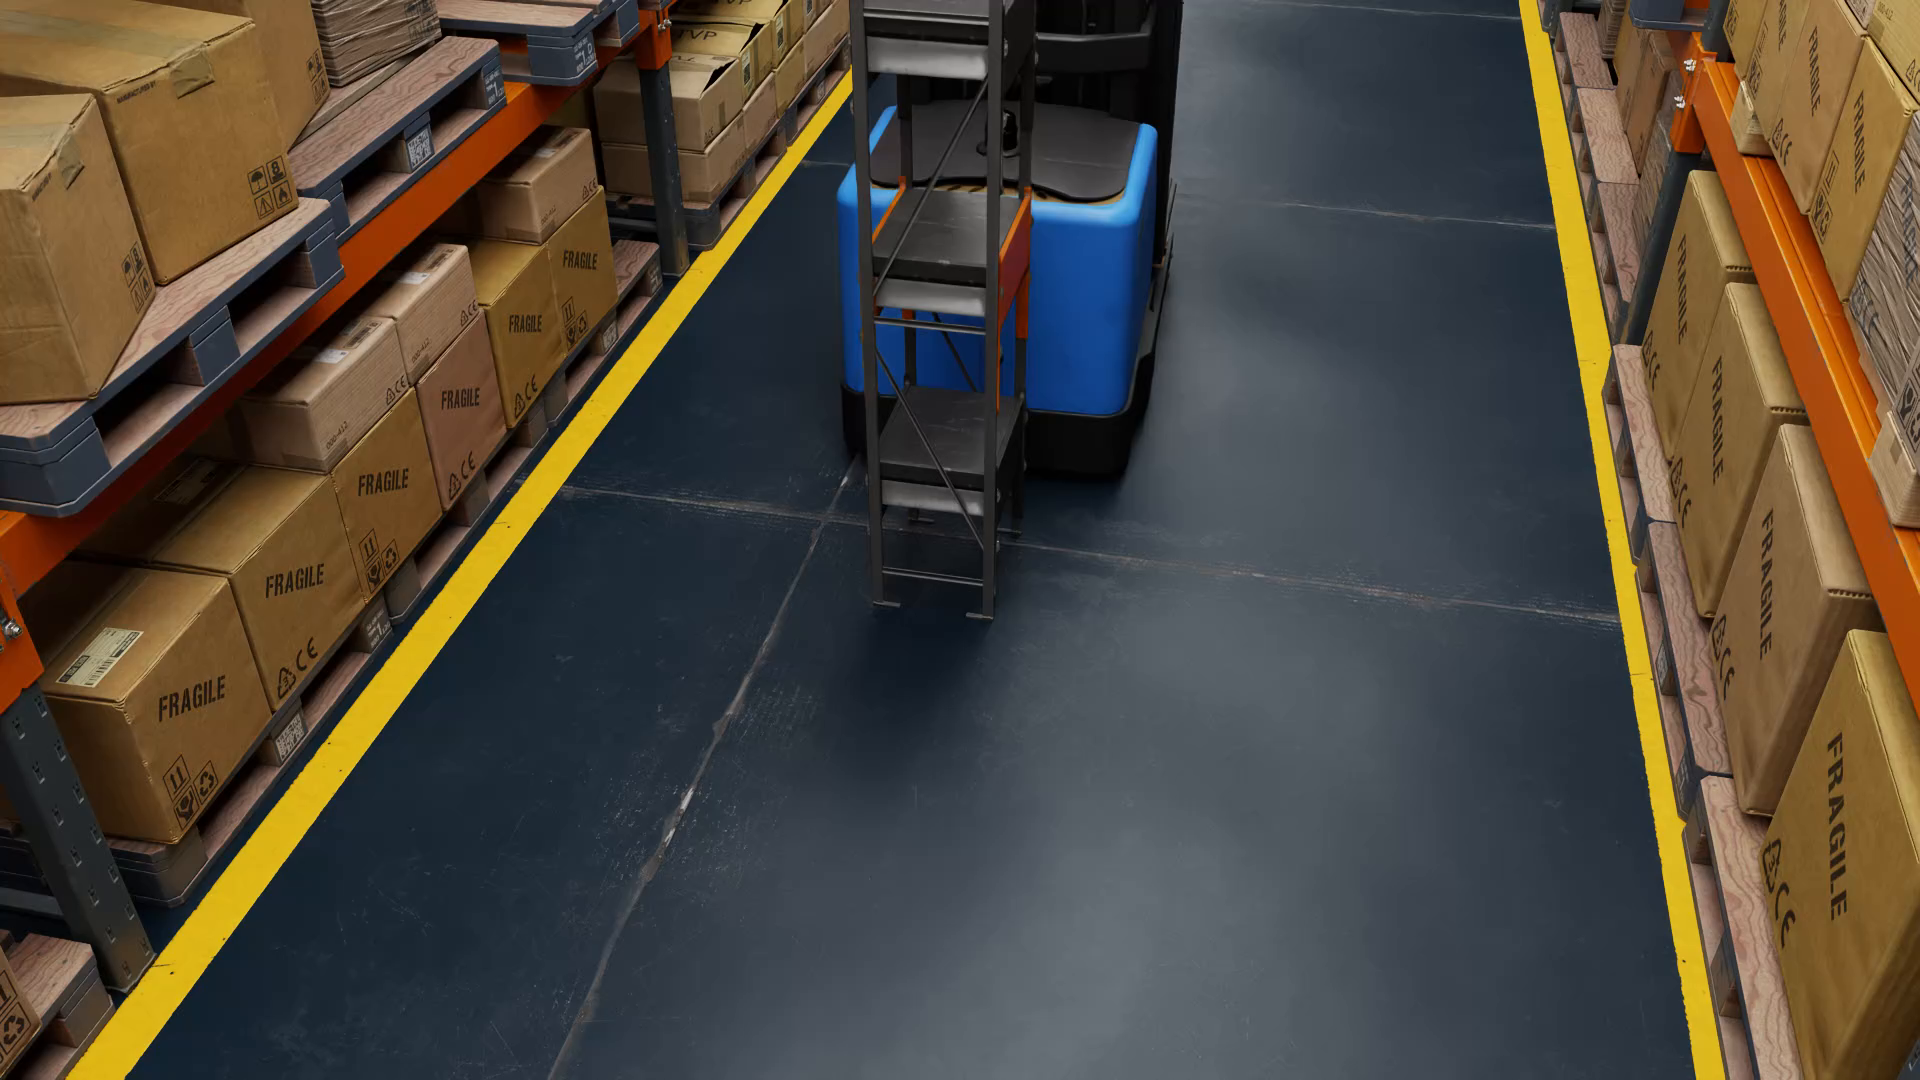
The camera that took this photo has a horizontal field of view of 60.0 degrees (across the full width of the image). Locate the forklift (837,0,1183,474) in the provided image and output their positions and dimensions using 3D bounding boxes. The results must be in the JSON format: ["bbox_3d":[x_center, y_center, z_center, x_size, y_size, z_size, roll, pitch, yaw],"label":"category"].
[{"bbox_3d":[0.340,-2.282,6.401,1.130,2.935,3.031,6,36,8],"label":"forklift"}]

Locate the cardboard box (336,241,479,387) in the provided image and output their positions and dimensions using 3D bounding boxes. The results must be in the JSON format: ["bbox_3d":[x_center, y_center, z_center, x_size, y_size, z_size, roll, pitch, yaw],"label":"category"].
[{"bbox_3d":[-1.900,-0.746,5.340,0.500,0.250,0.500,7,36,9],"label":"cardboard box"}]

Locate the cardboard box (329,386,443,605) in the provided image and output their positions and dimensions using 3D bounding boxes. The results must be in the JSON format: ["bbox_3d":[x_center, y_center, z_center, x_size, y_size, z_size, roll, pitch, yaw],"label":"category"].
[{"bbox_3d":[-2.003,-0.175,5.190,0.500,0.500,0.500,8,37,11],"label":"cardboard box"}]

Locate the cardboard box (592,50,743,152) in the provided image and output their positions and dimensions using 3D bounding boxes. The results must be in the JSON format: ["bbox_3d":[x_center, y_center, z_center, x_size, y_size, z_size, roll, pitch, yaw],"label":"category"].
[{"bbox_3d":[-1.308,-2.010,7.474,0.500,0.311,0.500,9,37,12],"label":"cardboard box"}]

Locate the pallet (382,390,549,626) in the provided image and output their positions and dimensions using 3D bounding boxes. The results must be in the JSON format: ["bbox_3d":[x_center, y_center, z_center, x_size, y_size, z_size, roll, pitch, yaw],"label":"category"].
[{"bbox_3d":[-2.166,-0.213,5.864,1.003,0.211,1.213,7,37,10],"label":"pallet"}]

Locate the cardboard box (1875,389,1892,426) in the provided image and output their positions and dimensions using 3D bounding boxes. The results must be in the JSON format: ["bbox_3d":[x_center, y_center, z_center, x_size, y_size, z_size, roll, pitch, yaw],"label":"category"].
[{"bbox_3d":[2.321,-0.267,3.760,0.380,0.149,0.250,7,37,10],"label":"cardboard box"}]

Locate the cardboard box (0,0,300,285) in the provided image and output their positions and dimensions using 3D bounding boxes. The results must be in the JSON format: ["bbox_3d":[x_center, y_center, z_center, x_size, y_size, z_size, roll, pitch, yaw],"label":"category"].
[{"bbox_3d":[-2.157,-1.025,4.166,0.700,0.500,0.500,13,38,17],"label":"cardboard box"}]

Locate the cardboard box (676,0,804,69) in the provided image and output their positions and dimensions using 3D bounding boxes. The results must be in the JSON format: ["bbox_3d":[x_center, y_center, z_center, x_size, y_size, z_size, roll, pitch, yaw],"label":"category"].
[{"bbox_3d":[-1.093,-2.604,8.294,0.500,0.311,0.500,6,36,9],"label":"cardboard box"}]

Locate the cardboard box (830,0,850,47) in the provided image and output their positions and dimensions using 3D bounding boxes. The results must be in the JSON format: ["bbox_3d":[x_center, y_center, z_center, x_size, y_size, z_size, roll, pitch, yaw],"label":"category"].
[{"bbox_3d":[-0.877,-2.955,9.256,0.500,0.250,0.500,8,37,11],"label":"cardboard box"}]

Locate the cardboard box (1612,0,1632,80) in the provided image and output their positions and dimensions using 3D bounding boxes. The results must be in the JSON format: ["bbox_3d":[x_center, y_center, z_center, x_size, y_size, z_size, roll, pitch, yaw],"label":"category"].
[{"bbox_3d":[3.785,-2.576,8.504,0.700,0.500,0.500,7,36,9],"label":"cardboard box"}]

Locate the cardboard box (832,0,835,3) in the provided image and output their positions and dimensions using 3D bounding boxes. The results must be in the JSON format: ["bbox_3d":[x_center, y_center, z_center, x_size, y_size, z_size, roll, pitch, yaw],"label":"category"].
[{"bbox_3d":[-0.873,-3.186,9.098,0.500,0.311,0.500,7,37,10],"label":"cardboard box"}]

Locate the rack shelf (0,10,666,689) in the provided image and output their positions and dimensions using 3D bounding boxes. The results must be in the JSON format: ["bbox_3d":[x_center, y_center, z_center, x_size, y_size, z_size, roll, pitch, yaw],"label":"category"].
[{"bbox_3d":[-2.134,-1.024,5.220,1.077,0.370,4.000,7,37,10],"label":"rack shelf"}]

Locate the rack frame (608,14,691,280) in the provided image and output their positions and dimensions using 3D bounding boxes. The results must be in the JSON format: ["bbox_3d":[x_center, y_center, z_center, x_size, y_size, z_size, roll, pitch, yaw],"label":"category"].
[{"bbox_3d":[-1.707,-2.462,6.591,1.000,3.000,0.127,7,37,10],"label":"rack frame"}]

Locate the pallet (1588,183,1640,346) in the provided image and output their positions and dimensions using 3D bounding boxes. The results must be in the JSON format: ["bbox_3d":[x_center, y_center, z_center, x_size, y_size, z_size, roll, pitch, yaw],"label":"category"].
[{"bbox_3d":[3.302,-1.162,7.174,1.003,0.211,1.213,7,37,10],"label":"pallet"}]

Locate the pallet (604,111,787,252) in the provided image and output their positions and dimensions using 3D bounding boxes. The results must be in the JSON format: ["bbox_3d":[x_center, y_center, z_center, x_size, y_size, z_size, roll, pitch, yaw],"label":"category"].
[{"bbox_3d":[-1.493,-1.800,8.054,1.003,0.211,1.213,7,37,10],"label":"pallet"}]

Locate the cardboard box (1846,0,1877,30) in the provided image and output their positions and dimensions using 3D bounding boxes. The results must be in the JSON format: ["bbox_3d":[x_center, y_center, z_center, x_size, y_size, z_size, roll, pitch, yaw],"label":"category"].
[{"bbox_3d":[2.567,-1.493,4.259,0.500,0.250,0.500,8,37,10],"label":"cardboard box"}]

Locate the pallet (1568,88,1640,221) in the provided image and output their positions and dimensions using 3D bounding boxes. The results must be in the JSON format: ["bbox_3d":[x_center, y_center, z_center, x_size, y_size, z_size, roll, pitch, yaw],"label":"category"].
[{"bbox_3d":[3.564,-1.860,8.136,1.003,0.211,1.213,7,37,10],"label":"pallet"}]

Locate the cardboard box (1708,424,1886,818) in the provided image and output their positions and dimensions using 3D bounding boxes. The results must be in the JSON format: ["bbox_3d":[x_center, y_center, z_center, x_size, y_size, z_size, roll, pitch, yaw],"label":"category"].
[{"bbox_3d":[2.478,0.251,4.321,0.750,0.750,0.750,8,37,11],"label":"cardboard box"}]

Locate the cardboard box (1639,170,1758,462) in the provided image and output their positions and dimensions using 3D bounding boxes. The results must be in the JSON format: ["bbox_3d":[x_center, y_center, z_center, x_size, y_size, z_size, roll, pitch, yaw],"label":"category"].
[{"bbox_3d":[2.848,-0.738,5.686,0.750,0.750,0.750,7,36,9],"label":"cardboard box"}]

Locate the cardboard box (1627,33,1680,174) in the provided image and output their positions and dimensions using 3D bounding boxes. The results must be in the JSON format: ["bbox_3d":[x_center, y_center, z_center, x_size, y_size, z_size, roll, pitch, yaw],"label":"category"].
[{"bbox_3d":[3.538,-1.998,7.706,0.700,0.500,0.500,7,37,10],"label":"cardboard box"}]

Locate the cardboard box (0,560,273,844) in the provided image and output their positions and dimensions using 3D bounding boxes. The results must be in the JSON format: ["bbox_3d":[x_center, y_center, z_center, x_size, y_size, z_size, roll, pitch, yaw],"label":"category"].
[{"bbox_3d":[-2.220,0.418,4.372,0.500,0.500,0.500,6,36,8],"label":"cardboard box"}]

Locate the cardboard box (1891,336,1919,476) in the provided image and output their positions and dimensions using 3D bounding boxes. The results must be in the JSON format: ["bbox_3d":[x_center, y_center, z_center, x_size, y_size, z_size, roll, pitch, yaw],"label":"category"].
[{"bbox_3d":[2.231,-0.309,3.265,0.500,0.500,0.500,8,37,10],"label":"cardboard box"}]

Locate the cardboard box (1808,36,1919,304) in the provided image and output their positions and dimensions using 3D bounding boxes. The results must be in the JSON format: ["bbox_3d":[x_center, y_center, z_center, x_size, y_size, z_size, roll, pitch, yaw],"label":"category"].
[{"bbox_3d":[2.448,-0.883,4.057,0.500,0.500,0.500,8,37,11],"label":"cardboard box"}]

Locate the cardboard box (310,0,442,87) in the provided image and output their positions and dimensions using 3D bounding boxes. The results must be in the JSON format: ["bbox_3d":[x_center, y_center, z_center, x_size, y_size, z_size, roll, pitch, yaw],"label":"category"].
[{"bbox_3d":[-2.113,-1.797,5.231,0.700,0.500,0.500,14,38,19],"label":"cardboard box"}]

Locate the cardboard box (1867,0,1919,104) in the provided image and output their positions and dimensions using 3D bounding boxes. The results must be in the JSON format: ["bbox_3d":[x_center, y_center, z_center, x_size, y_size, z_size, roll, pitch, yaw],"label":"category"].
[{"bbox_3d":[2.465,-1.199,3.854,0.500,0.250,0.500,7,36,9],"label":"cardboard box"}]

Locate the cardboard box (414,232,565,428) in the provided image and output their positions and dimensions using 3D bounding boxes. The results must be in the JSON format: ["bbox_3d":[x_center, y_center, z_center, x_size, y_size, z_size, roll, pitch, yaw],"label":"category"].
[{"bbox_3d":[-1.788,-0.766,6.006,0.500,0.500,0.500,6,36,8],"label":"cardboard box"}]

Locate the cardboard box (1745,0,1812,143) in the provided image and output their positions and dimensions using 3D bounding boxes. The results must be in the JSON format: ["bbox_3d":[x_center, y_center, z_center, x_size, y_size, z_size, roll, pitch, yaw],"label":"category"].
[{"bbox_3d":[2.659,-1.467,4.862,0.500,0.500,0.500,8,37,12],"label":"cardboard box"}]

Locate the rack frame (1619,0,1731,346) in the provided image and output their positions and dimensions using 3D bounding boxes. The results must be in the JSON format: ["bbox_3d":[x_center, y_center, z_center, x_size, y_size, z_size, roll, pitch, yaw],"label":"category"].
[{"bbox_3d":[3.133,-1.844,5.738,1.000,3.000,0.127,7,37,10],"label":"rack frame"}]

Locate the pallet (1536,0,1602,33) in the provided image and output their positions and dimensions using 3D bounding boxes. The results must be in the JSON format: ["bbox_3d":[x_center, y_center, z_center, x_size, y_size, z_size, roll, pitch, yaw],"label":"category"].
[{"bbox_3d":[4.097,-3.397,10.257,1.003,0.211,1.213,7,37,10],"label":"pallet"}]

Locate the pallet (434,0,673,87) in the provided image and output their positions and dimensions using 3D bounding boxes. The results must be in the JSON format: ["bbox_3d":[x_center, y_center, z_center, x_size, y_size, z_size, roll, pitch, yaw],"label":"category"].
[{"bbox_3d":[-1.783,-1.987,6.099,1.213,0.211,1.003,7,37,10],"label":"pallet"}]

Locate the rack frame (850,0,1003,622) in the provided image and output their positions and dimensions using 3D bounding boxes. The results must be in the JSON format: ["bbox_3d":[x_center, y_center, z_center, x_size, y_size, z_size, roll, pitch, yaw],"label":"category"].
[{"bbox_3d":[-0.087,-0.615,4.810,0.400,2.100,0.015,7,37,10],"label":"rack frame"}]

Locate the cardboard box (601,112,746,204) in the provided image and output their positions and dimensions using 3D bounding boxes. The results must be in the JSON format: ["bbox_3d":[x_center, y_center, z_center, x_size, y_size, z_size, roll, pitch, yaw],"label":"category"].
[{"bbox_3d":[-1.308,-1.782,7.638,0.500,0.250,0.500,7,37,10],"label":"cardboard box"}]

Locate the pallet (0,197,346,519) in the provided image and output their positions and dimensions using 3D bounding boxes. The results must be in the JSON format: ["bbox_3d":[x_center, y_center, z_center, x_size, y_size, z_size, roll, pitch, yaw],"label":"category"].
[{"bbox_3d":[-2.284,-0.536,4.097,1.003,0.211,1.213,7,37,10],"label":"pallet"}]

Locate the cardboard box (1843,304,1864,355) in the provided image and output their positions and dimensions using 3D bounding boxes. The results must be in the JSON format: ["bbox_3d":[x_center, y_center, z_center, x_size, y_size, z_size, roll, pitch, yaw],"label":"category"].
[{"bbox_3d":[2.457,-0.560,4.163,0.380,0.149,0.250,8,37,11],"label":"cardboard box"}]

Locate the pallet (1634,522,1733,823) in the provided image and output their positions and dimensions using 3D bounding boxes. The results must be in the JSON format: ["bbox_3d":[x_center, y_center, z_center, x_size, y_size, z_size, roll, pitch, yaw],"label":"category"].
[{"bbox_3d":[2.629,0.425,4.983,1.003,0.211,1.213,7,37,10],"label":"pallet"}]

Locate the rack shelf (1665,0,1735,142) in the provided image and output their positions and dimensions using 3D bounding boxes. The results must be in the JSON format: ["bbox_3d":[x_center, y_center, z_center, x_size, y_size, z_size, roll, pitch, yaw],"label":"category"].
[{"bbox_3d":[3.560,-2.699,7.531,1.077,0.370,4.000,7,37,10],"label":"rack shelf"}]

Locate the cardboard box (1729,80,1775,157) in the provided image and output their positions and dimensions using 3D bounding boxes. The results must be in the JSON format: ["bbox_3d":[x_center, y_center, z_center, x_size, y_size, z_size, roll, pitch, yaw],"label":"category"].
[{"bbox_3d":[2.635,-1.305,5.192,0.380,0.149,0.250,8,37,11],"label":"cardboard box"}]

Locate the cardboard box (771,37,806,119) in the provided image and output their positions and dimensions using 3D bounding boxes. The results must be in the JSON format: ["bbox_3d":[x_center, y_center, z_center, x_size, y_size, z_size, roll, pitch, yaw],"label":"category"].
[{"bbox_3d":[-1.096,-2.370,8.449,0.500,0.250,0.500,6,36,9],"label":"cardboard box"}]

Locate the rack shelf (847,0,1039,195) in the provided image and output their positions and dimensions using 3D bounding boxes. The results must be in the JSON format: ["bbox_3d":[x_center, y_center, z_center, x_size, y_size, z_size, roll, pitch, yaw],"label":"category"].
[{"bbox_3d":[-0.035,-1.311,4.600,0.431,0.518,0.480,7,37,10],"label":"rack shelf"}]

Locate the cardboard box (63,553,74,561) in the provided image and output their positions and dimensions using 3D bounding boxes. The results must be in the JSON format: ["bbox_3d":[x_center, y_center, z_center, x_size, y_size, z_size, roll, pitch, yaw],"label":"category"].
[{"bbox_3d":[-2.622,0.064,4.861,0.500,0.500,0.500,7,37,10],"label":"cardboard box"}]

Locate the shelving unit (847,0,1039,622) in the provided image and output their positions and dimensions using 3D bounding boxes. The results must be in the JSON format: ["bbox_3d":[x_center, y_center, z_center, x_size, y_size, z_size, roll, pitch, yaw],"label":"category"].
[{"bbox_3d":[-0.035,-0.755,5.003,0.431,2.100,0.503,7,37,10],"label":"shelving unit"}]

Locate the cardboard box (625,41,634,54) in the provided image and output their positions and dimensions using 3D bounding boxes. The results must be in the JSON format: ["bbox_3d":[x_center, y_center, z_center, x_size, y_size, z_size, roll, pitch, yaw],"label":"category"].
[{"bbox_3d":[-1.731,-2.376,7.980,0.500,0.311,0.500,7,36,9],"label":"cardboard box"}]

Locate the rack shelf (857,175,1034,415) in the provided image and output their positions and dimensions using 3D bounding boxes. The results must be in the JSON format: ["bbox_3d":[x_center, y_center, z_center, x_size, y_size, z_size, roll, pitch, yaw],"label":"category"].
[{"bbox_3d":[-0.035,-0.744,5.011,0.431,0.518,0.480,7,37,10],"label":"rack shelf"}]

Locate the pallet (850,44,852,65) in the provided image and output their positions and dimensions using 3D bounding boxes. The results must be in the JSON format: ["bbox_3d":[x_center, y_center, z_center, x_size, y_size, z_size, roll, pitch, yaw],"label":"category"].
[{"bbox_3d":[-0.972,-3.199,9.984,1.003,0.211,1.213,7,37,10],"label":"pallet"}]

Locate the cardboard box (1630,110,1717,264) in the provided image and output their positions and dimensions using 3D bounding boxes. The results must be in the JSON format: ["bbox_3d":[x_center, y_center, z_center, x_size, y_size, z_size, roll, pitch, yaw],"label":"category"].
[{"bbox_3d":[3.236,-1.429,6.921,0.700,0.500,0.500,8,37,11],"label":"cardboard box"}]
